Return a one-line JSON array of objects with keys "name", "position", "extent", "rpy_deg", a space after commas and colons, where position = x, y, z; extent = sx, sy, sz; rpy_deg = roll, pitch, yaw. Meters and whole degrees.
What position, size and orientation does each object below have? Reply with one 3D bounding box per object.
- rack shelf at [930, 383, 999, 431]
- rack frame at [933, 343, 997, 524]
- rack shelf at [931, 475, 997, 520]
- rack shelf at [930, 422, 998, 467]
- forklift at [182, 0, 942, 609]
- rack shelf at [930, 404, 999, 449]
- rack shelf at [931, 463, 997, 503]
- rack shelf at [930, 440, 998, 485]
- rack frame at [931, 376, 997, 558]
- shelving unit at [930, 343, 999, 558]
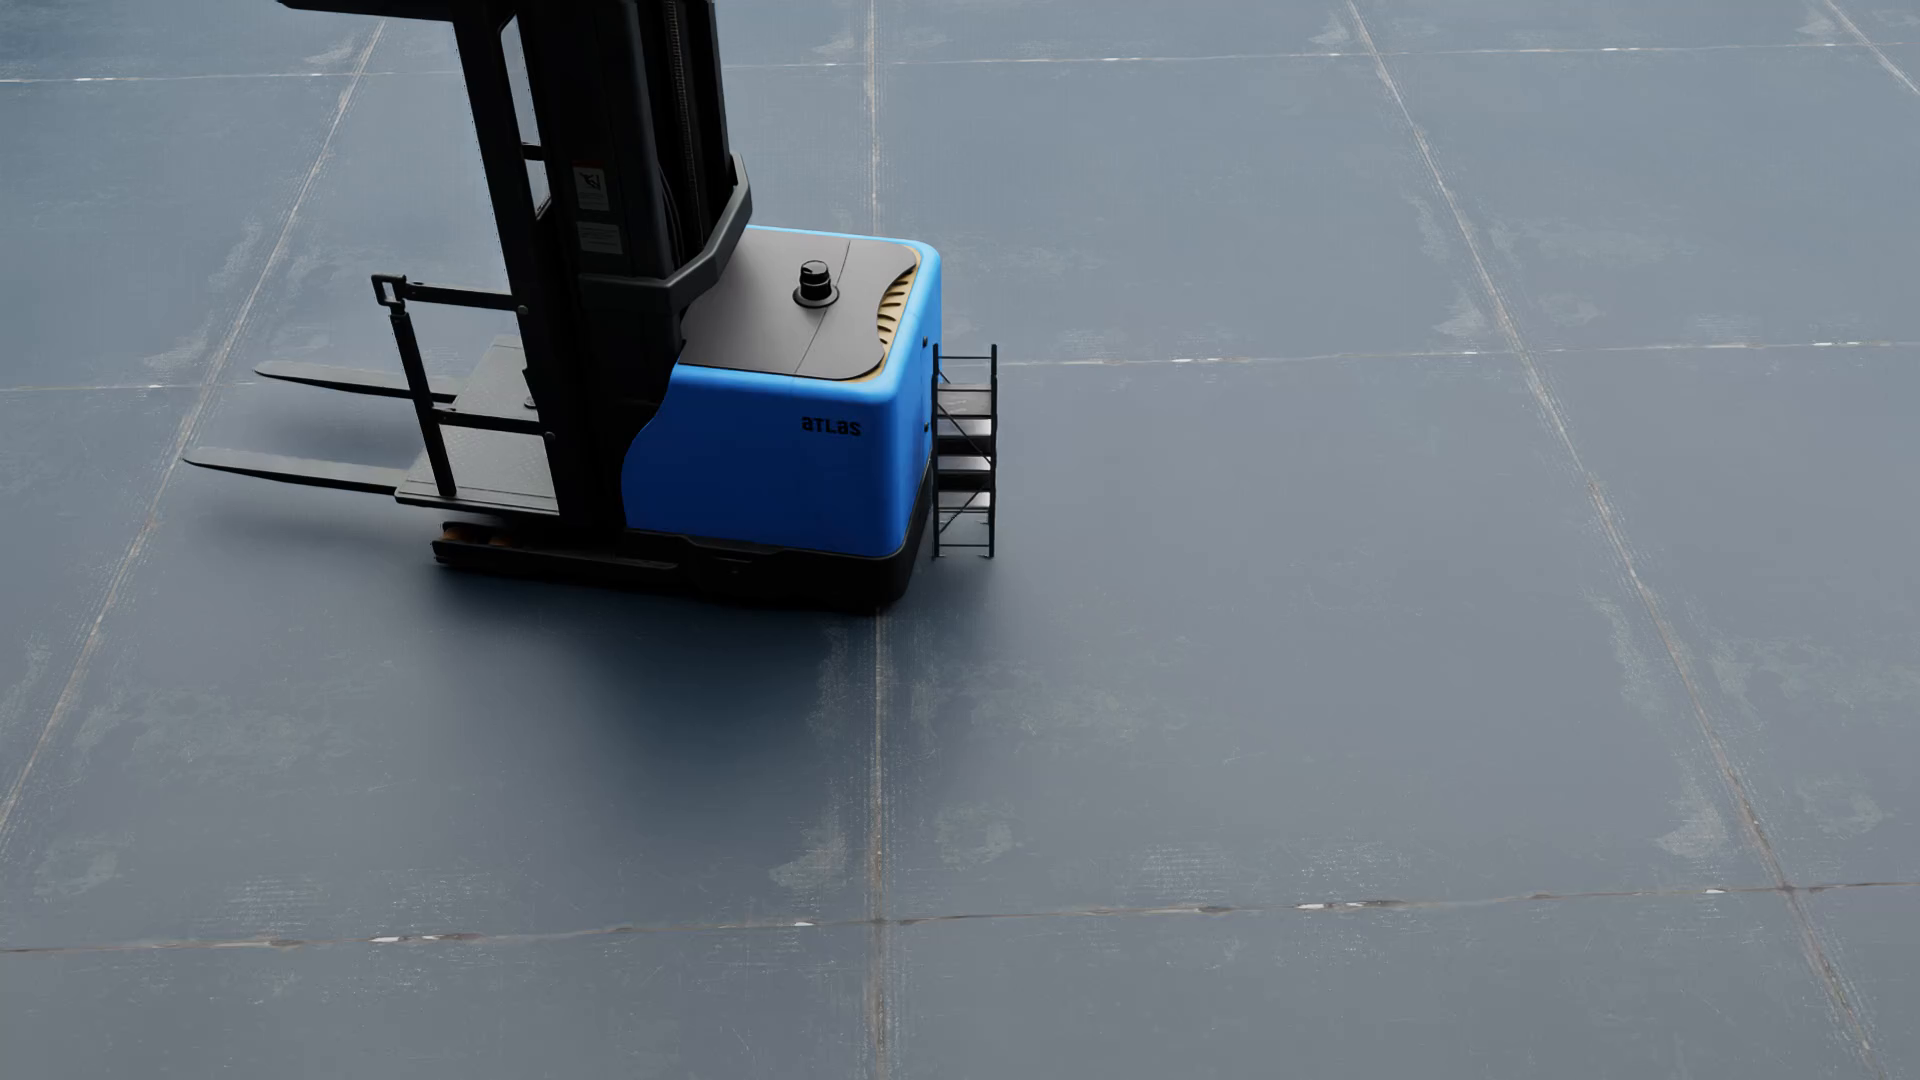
[{"name": "rack shelf", "position": [0.017, -0.507, 6.287], "extent": [0.258, 0.077, 0.200], "rpy_deg": [0, 43, 1]}, {"name": "rack frame", "position": [0.018, -0.401, 6.522], "extent": [0.240, 0.900, 0.006], "rpy_deg": [0, 43, 1]}, {"name": "rack shelf", "position": [0.017, -0.175, 6.591], "extent": [0.258, 0.077, 0.200], "rpy_deg": [0, 43, 1]}, {"name": "rack shelf", "position": [0.017, -0.374, 6.408], "extent": [0.258, 0.077, 0.200], "rpy_deg": [0, 43, 1]}, {"name": "forklift", "position": [-1.626, -1.291, 5.990], "extent": [3.031, 2.935, 1.130], "rpy_deg": [7, 43, 7]}, {"name": "rack shelf", "position": [0.017, -0.440, 6.347], "extent": [0.258, 0.077, 0.200], "rpy_deg": [0, 43, 1]}, {"name": "rack shelf", "position": [0.017, -0.241, 6.530], "extent": [0.258, 0.077, 0.200], "rpy_deg": [0, 43, 1]}, {"name": "rack shelf", "position": [0.017, -0.308, 6.469], "extent": [0.258, 0.077, 0.200], "rpy_deg": [0, 43, 1]}, {"name": "rack frame", "position": [0.016, -0.264, 6.372], "extent": [0.240, 0.900, 0.006], "rpy_deg": [0, 43, 1]}, {"name": "shelving unit", "position": [0.017, -0.332, 6.447], "extent": [0.258, 0.900, 0.210], "rpy_deg": [0, 43, 1]}]
